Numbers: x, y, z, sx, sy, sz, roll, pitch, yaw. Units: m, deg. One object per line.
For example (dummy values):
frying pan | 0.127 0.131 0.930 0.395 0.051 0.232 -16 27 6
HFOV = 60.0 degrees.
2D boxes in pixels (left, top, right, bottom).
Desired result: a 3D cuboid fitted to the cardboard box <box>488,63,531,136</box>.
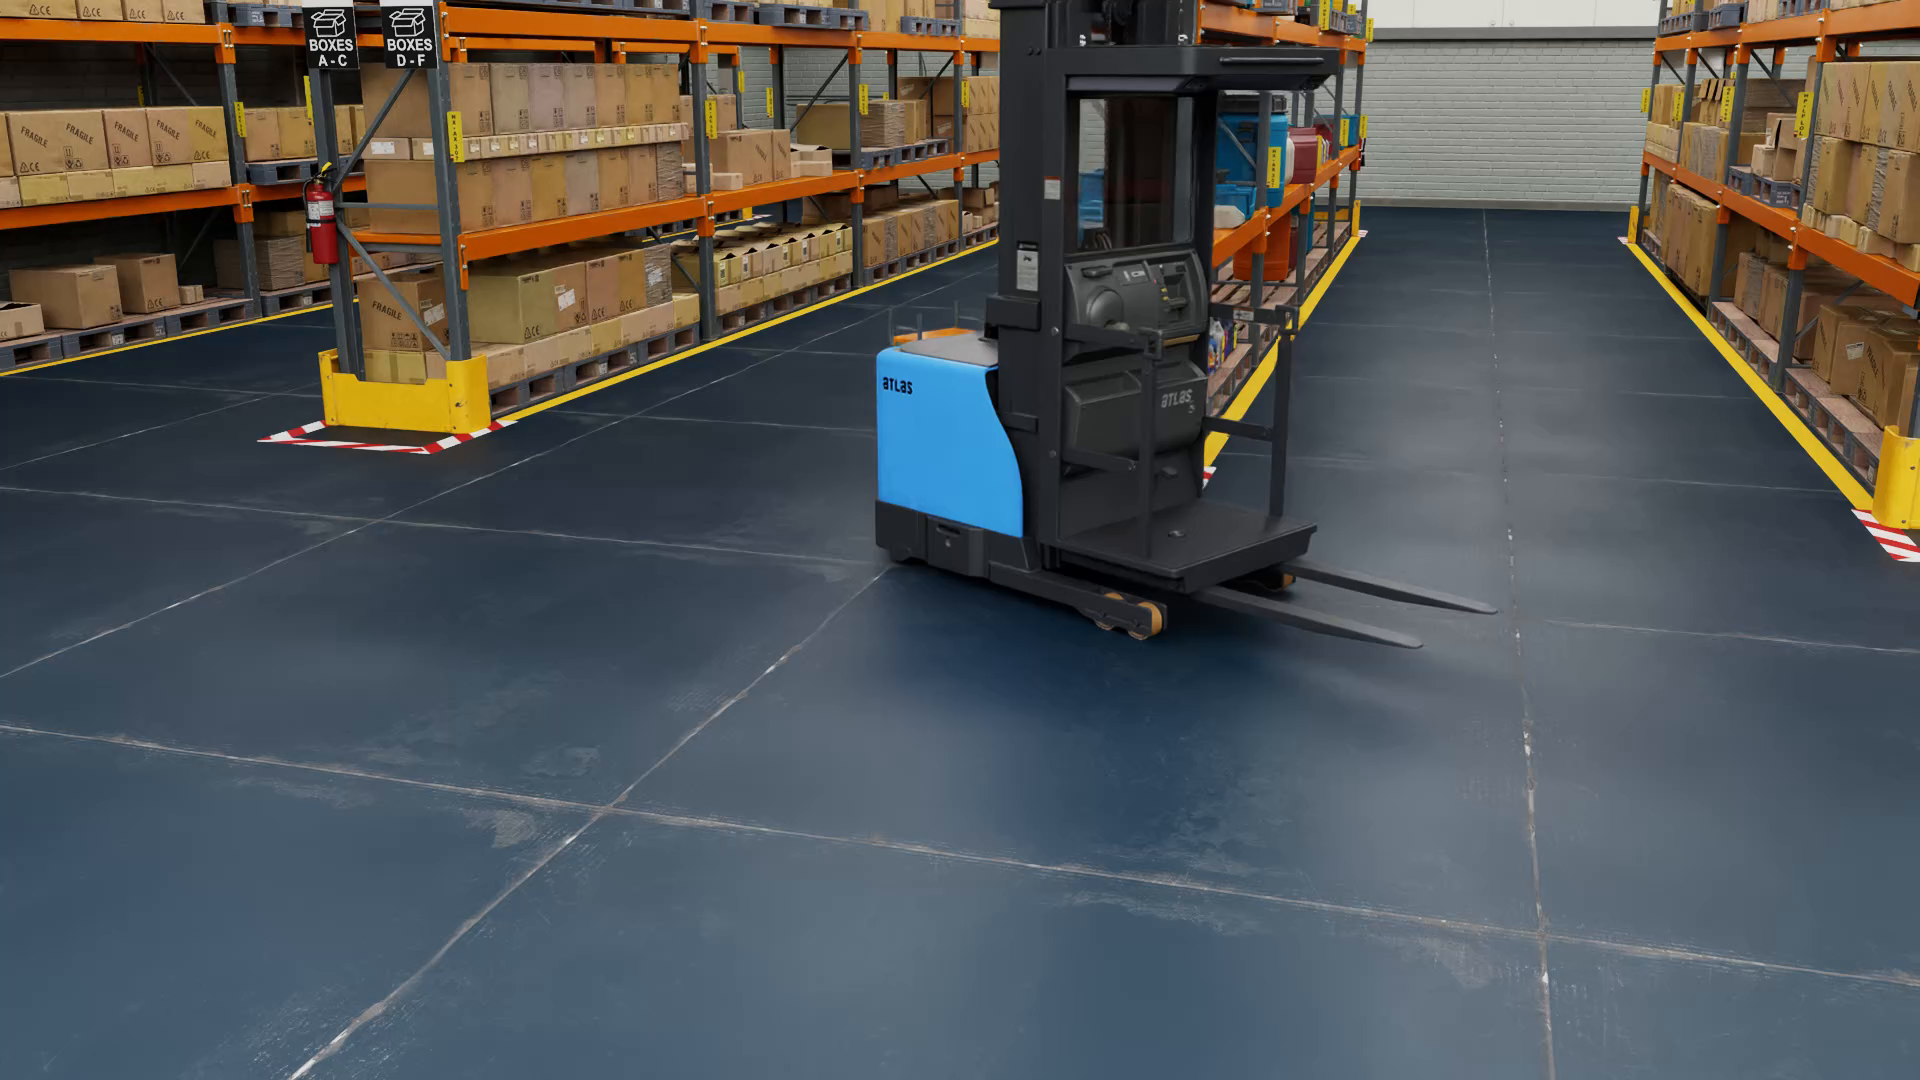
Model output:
cardboard box | -3.568 -3.207 12.077 0.700 0.500 0.500 4 16 14

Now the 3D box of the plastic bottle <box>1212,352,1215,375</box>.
plastic bottle | 1.844 -1.334 12.356 0.097 0.201 0.097 0 16 0

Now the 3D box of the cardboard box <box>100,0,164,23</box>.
cardboard box | -7.549 -4.909 14.924 0.500 0.500 0.500 3 16 11

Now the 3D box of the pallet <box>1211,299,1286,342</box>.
pallet | 2.543 -2.110 15.882 1.003 0.211 1.213 5 16 16

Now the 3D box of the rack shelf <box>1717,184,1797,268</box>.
rack shelf | 7.329 -2.716 14.226 1.077 0.370 4.000 5 16 16

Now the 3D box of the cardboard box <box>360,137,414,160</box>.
cardboard box | -3.947 -2.736 11.608 0.380 0.149 0.250 4 16 15

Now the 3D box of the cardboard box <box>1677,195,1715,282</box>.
cardboard box | 8.374 -3.177 17.656 1.225 0.875 0.875 5 16 16

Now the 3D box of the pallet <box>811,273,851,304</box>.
pallet | -1.870 -2.801 18.316 1.003 0.211 1.213 5 16 16

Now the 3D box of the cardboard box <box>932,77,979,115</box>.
cardboard box | -0.059 -6.032 22.582 0.500 0.500 0.500 5 17 17

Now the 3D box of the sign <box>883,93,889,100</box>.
sign | -0.985 -5.857 22.397 0.100 0.325 0.005 5 16 16

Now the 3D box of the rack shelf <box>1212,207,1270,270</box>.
rack shelf | 1.444 -2.054 11.891 1.077 0.370 4.000 5 16 16

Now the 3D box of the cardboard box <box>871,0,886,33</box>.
cardboard box | -1.362 -6.096 19.144 0.910 0.500 0.500 5 16 16

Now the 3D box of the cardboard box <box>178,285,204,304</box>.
cardboard box | -7.610 -2.397 16.171 0.380 0.166 0.250 2 16 9

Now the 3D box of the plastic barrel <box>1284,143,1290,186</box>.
plastic barrel | 2.942 -3.627 15.916 0.421 0.512 0.421 0 16 0

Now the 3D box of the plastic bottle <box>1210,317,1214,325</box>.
plastic bottle | 1.967 -1.680 13.305 0.144 0.351 0.185 5 16 16

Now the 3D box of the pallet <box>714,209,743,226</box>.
pallet | -4.228 -5.274 27.036 1.003 0.211 1.213 5 16 16

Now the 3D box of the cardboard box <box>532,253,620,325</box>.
cardboard box | -3.078 -2.017 13.338 0.500 0.500 0.500 5 16 16

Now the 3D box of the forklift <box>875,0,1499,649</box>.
forklift | 0.962 -1.130 7.443 1.130 2.935 3.031 -15 22 -43

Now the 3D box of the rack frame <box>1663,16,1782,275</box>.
rack frame | 9.034 -4.632 19.662 1.000 3.000 0.127 5 16 16

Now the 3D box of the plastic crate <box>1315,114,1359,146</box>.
plastic crate | 5.506 -6.006 24.333 0.616 0.435 0.499 5 16 16

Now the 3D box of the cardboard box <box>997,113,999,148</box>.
cardboard box | 0.374 -5.959 24.159 0.500 0.500 0.500 4 16 15

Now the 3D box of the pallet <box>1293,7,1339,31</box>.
pallet | 3.460 -5.514 17.622 1.003 0.211 1.213 5 16 16

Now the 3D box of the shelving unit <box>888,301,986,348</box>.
shelving unit | -0.111 -0.647 8.909 0.503 1.200 0.258 -15 22 -43

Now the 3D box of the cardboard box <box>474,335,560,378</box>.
cardboard box | -3.368 -1.395 12.519 0.500 0.250 0.500 5 16 16

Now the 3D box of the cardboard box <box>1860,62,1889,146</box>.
cardboard box | 5.975 -2.720 10.360 0.500 0.500 0.500 5 16 16

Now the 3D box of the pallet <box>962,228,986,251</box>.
pallet | -0.266 -4.239 23.388 1.003 0.211 1.213 5 16 16

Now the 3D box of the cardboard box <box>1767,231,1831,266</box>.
cardboard box | 7.595 -2.638 15.033 0.500 0.250 0.500 7 17 22

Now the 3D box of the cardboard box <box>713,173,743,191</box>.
cardboard box | -2.288 -3.403 15.791 0.380 0.149 0.250 5 16 16

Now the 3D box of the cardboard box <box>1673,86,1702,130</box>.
cardboard box | 8.909 -5.204 20.037 0.500 0.500 0.500 5 17 17

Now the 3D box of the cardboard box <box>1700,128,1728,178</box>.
cardboard box | 8.092 -4.048 17.420 0.500 0.500 0.500 4 16 14

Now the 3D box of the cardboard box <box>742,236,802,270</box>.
cardboard box | -1.944 -2.948 16.968 0.500 0.311 0.500 5 17 17

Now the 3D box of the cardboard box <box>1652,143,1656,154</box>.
cardboard box | 9.464 -5.221 22.200 0.380 0.149 0.250 4 16 15

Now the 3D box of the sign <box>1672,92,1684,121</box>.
sign | 8.502 -5.129 19.684 0.100 0.325 0.005 5 16 16

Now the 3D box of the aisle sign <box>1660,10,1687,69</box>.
aisle sign | 9.904 -6.971 23.145 0.394 0.787 0.004 5 16 16

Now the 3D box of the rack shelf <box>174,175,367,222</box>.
rack shelf | -6.918 -3.868 18.289 1.077 0.370 4.000 5 16 16

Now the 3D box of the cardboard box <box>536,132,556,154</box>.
cardboard box | -3.263 -2.978 12.459 0.380 0.149 0.250 4 16 14

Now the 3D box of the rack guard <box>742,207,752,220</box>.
rack guard | -4.069 -5.634 27.778 1.175 0.500 0.348 5 16 16

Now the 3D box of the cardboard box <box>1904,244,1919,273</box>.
cardboard box | 5.601 -1.597 9.422 0.380 0.149 0.250 5 16 16

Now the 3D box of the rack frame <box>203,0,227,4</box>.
rack frame | -7.486 -6.577 15.527 1.000 3.000 0.127 5 16 16

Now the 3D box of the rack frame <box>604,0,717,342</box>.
rack frame | -2.736 -3.308 14.995 1.000 3.000 0.127 5 16 16

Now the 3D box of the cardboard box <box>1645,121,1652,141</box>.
cardboard box | 9.776 -5.645 22.963 0.500 0.250 0.500 4 16 14

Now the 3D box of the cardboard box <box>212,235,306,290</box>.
cardboard box | -7.293 -2.894 17.310 0.700 0.500 0.500 5 17 18

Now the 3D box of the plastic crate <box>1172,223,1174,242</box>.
plastic crate | 1.438 -1.959 10.721 0.298 0.136 0.250 5 16 16

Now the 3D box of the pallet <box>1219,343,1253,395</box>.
pallet | 1.781 -1.409 13.410 1.003 0.211 1.213 5 16 16

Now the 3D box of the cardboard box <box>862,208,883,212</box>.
cardboard box | -1.268 -3.900 20.855 0.500 0.500 0.500 4 16 14

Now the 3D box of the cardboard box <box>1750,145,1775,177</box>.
cardboard box | 7.201 -3.294 14.453 0.500 0.250 0.500 4 16 14

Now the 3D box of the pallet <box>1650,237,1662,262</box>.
pallet | 9.670 -3.803 21.852 1.003 0.211 1.213 5 16 16

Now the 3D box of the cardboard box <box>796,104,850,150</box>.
cardboard box | -1.528 -4.778 19.225 0.700 0.500 0.500 -1 16 -3

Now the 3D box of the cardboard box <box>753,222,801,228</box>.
cardboard box | -2.029 -3.389 18.523 0.500 0.311 0.500 5 17 18

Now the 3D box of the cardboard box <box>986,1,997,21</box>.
cardboard box | 0.208 -7.381 23.217 0.500 0.250 0.500 5 16 16

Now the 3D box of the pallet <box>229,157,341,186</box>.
pallet | -7.130 -3.788 17.037 1.003 0.211 1.213 5 16 16

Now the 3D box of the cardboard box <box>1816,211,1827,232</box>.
cardboard box | 6.284 -2.253 11.736 0.380 0.149 0.250 5 16 16

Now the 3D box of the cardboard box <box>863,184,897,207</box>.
cardboard box | -1.118 -4.402 21.251 0.500 0.250 0.500 5 16 16

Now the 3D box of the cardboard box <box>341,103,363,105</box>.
cardboard box | -6.606 -4.725 19.002 0.700 0.500 0.500 3 16 11
